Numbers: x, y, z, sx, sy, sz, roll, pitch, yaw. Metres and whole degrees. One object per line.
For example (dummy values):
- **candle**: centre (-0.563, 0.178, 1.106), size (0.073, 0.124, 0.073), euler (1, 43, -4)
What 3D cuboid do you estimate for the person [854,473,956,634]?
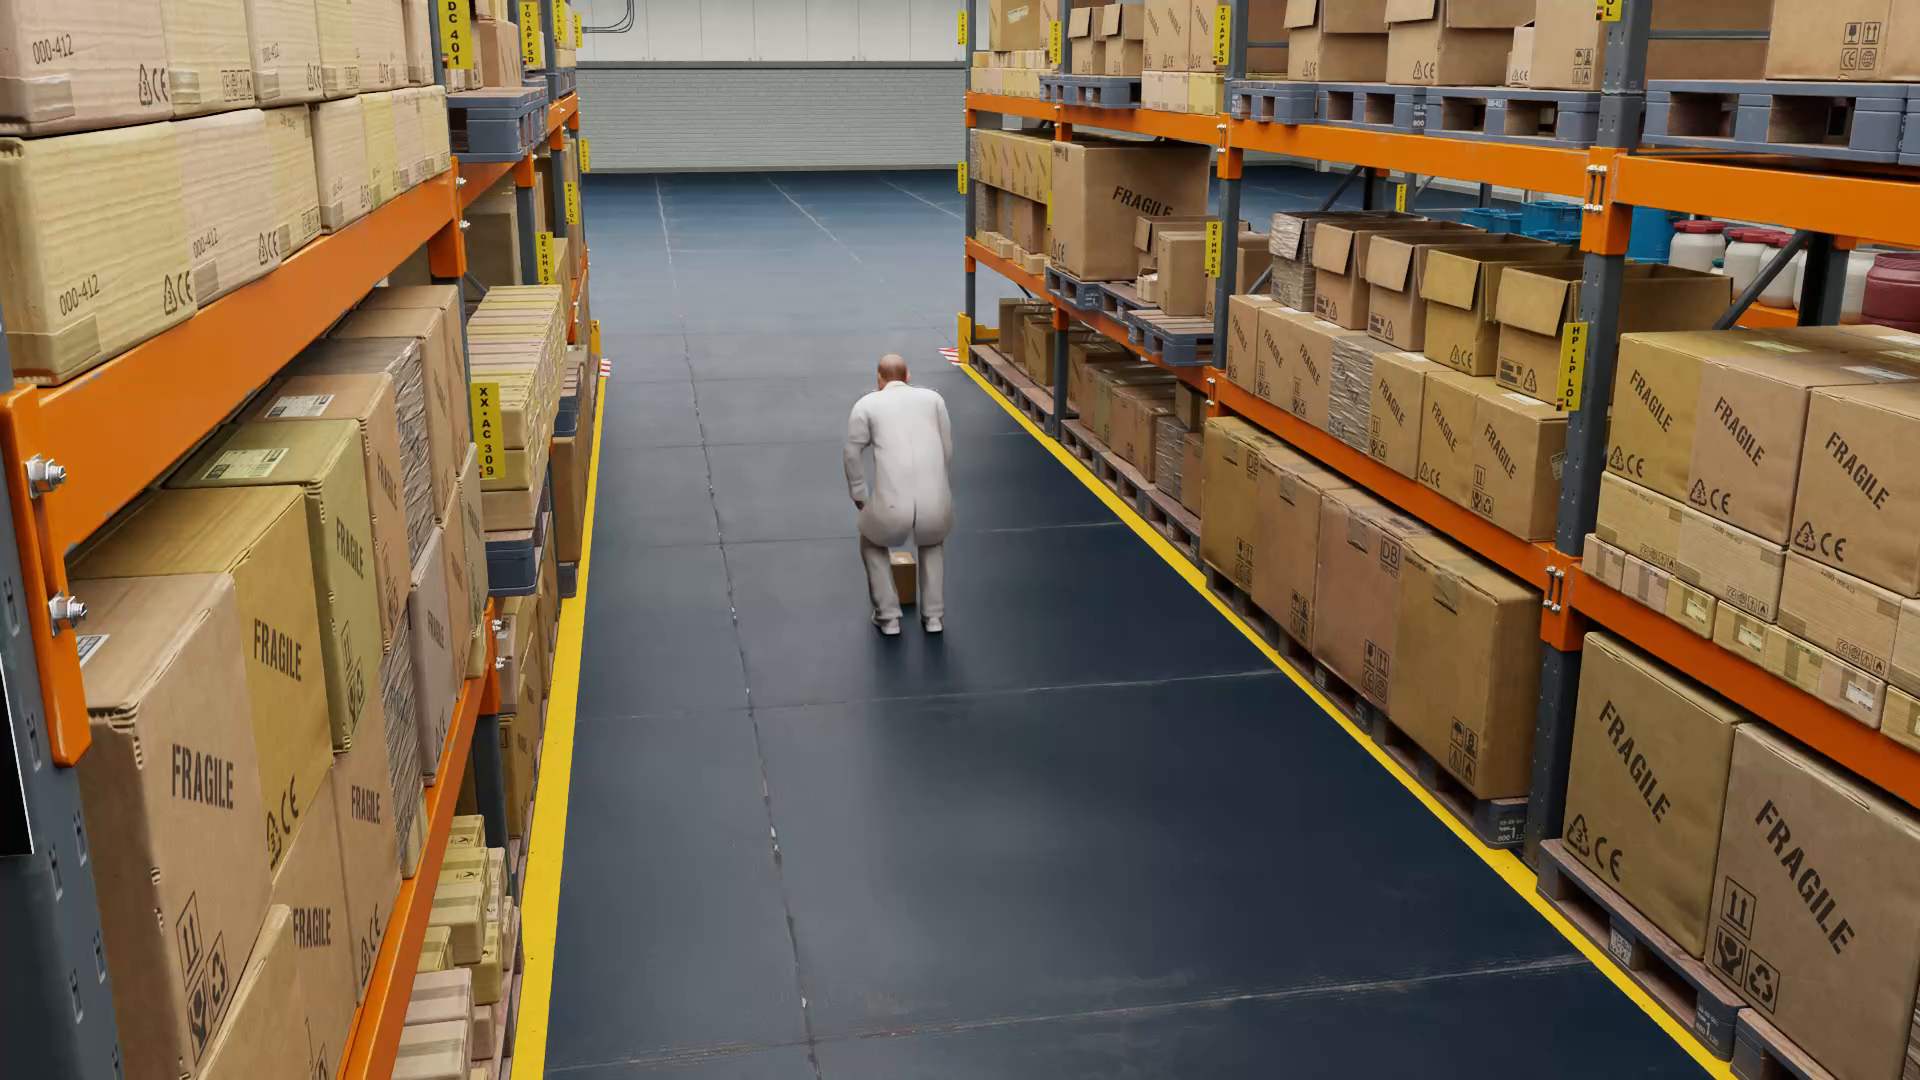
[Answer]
- **person**: centre (-0.327, 0.063, 9.599), size (0.585, 0.843, 0.951), euler (-4, 16, -12)
